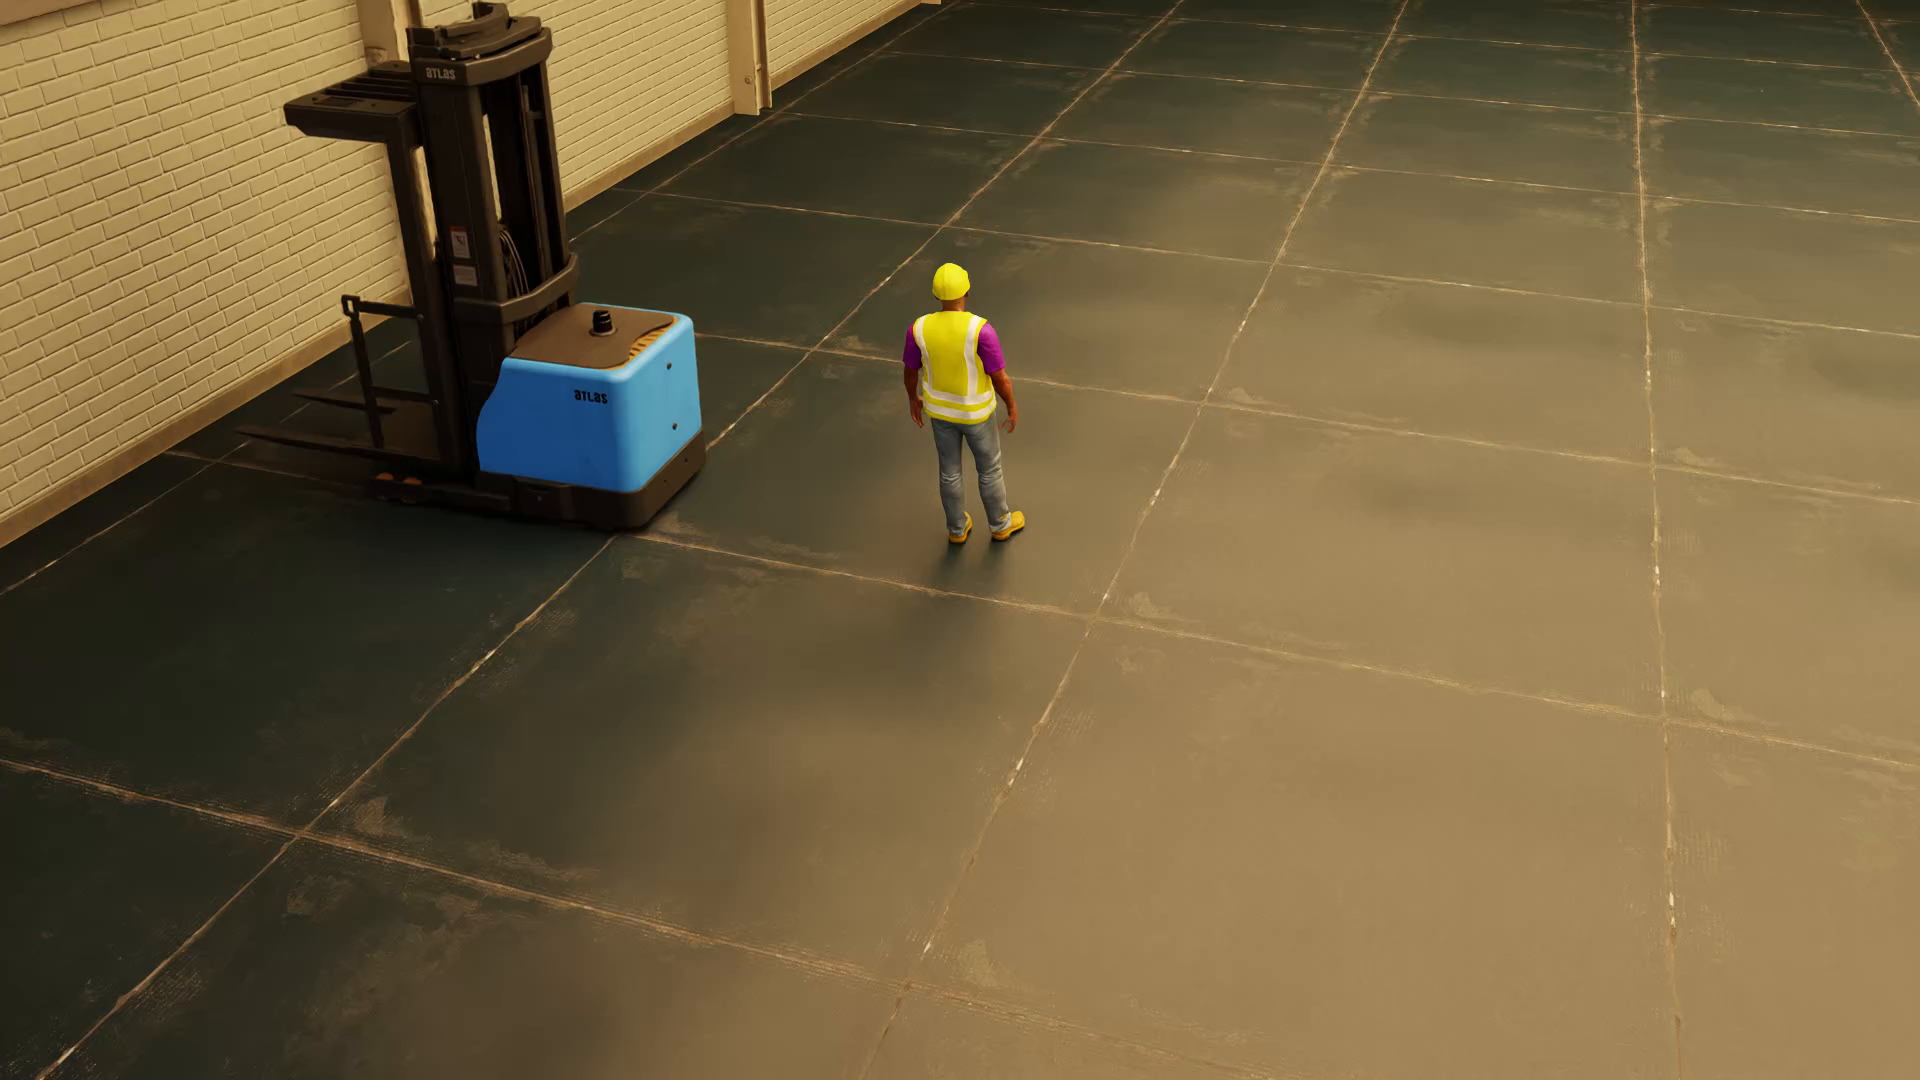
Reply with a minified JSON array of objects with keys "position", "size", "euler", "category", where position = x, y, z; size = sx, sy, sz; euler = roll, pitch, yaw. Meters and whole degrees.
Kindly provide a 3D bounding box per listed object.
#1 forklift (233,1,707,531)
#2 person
[{"position":[-3.230,-1.740,10.189],"size":[3.031,2.935,1.130],"euler":[9,31,15],"category":"forklift"},{"position":[0.028,-0.805,9.710],"size":[0.666,1.765,0.577],"euler":[10,31,16],"category":"person"}]
